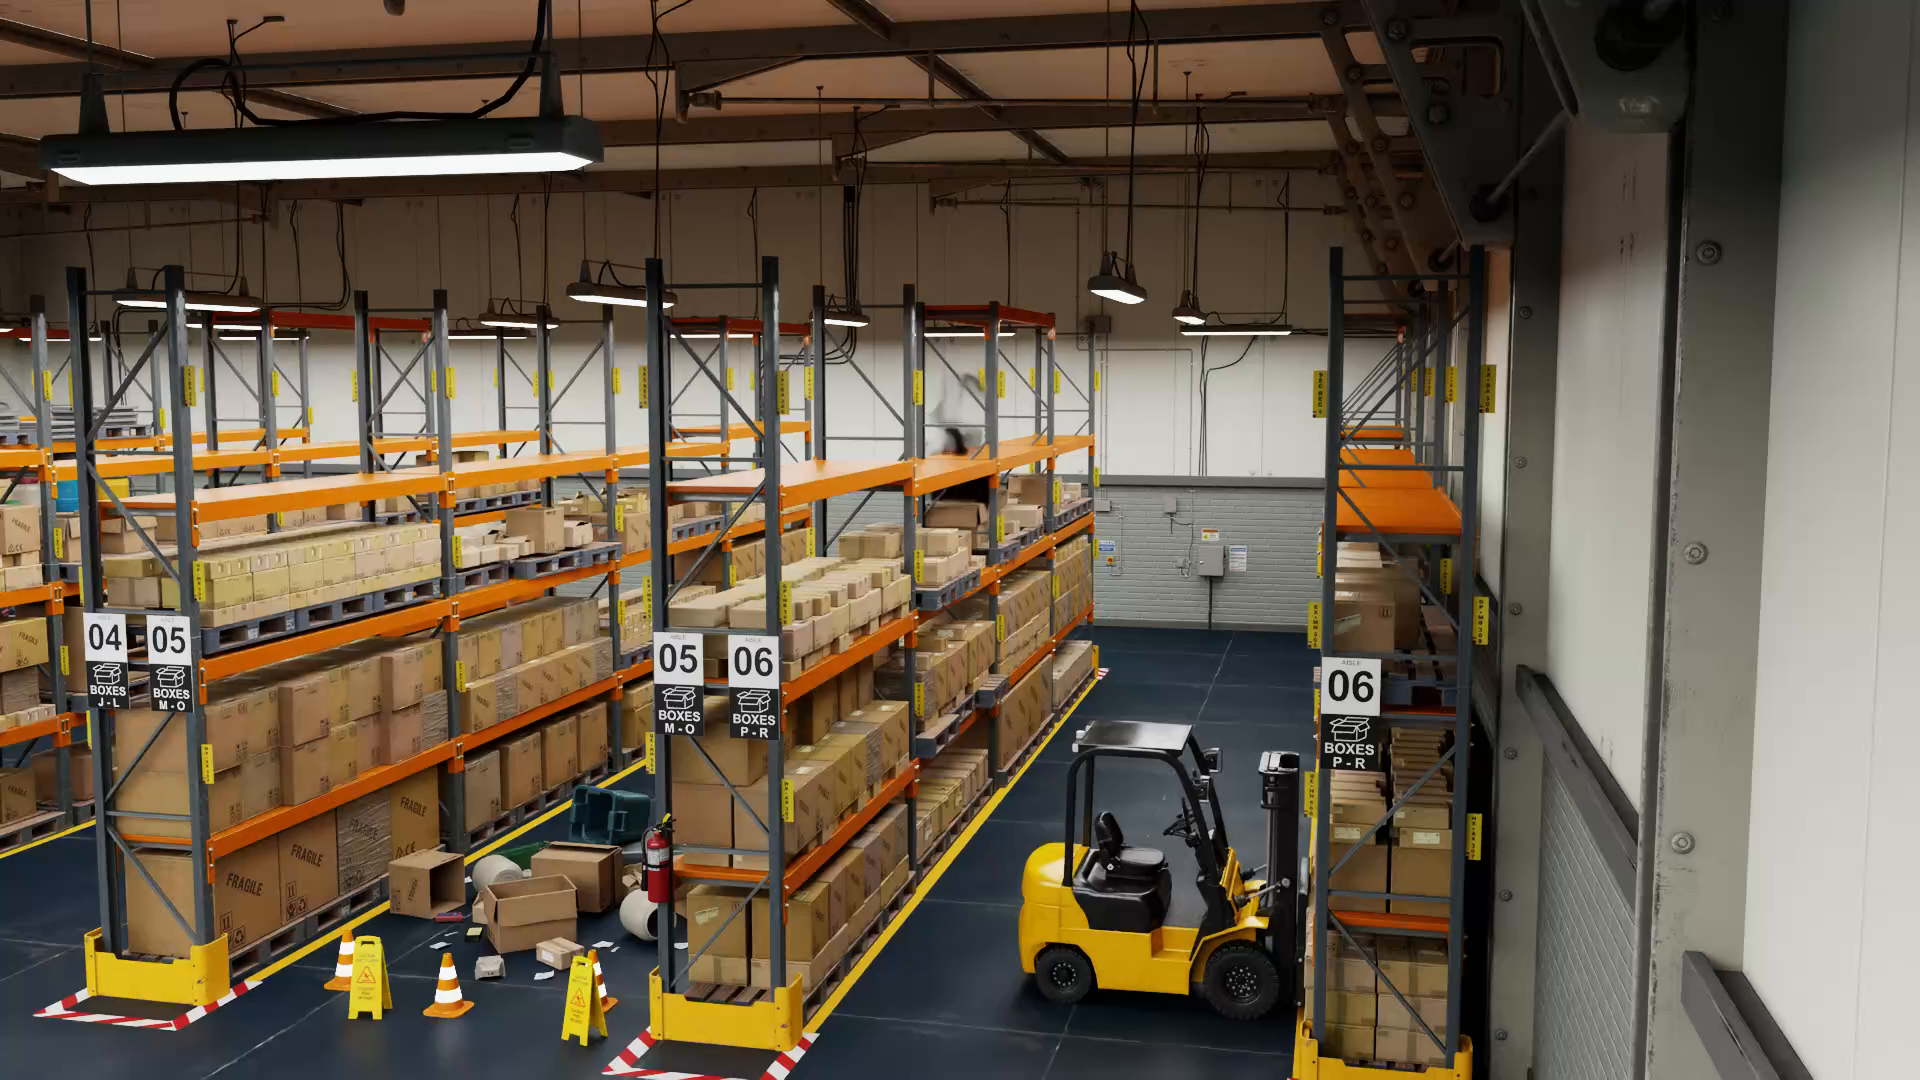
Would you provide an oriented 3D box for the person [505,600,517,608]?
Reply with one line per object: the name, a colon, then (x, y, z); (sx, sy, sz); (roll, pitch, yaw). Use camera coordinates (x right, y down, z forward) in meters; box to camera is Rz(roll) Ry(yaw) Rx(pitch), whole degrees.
person: (-7.084, 1.734, 26.365); (0.547, 1.570, 0.759); (1, 6, 11)
